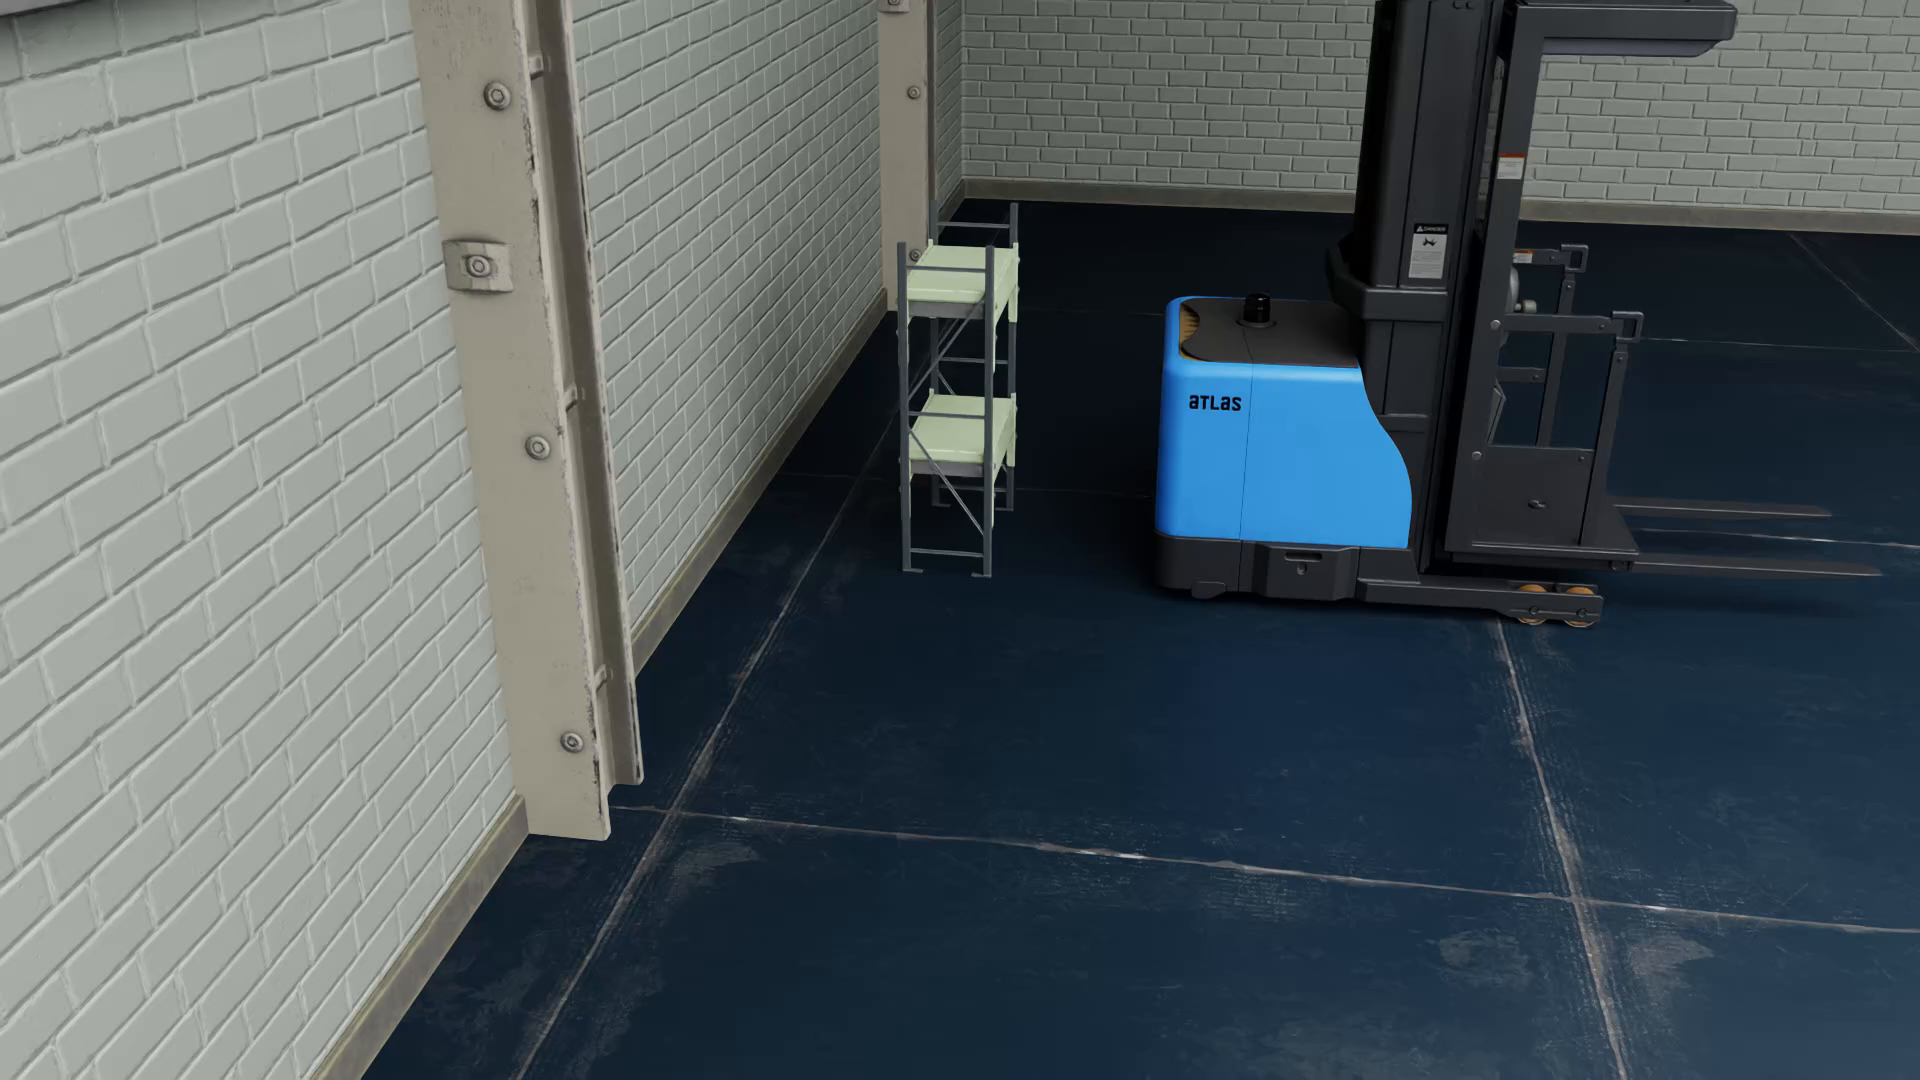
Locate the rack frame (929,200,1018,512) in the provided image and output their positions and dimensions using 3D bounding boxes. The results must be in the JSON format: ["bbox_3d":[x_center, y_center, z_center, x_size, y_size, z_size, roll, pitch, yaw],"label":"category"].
[{"bbox_3d":[0.061,-0.835,7.765,0.400,1.500,0.023,4,25,9],"label":"rack frame"}]

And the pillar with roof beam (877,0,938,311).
[{"bbox_3d":[3.917,-5.369,8.606,9.100,9.000,0.400,4,25,9],"label":"pillar with roof beam"}]

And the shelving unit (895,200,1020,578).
[{"bbox_3d":[0.001,-0.682,7.438,0.431,1.500,0.755,4,25,9],"label":"shelving unit"}]

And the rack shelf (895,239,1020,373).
[{"bbox_3d":[0.001,-1.036,7.273,0.431,0.370,0.720,4,25,9],"label":"rack shelf"}]

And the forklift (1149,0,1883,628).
[{"bbox_3d":[2.378,-1.201,6.858,3.031,2.935,1.130,3,25,6],"label":"forklift"}]

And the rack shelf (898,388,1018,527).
[{"bbox_3d":[0.001,-0.387,7.576,0.431,0.370,0.720,4,25,9],"label":"rack shelf"}]

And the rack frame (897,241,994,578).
[{"bbox_3d":[-0.059,-0.529,7.111,0.400,1.500,0.023,4,25,9],"label":"rack frame"}]

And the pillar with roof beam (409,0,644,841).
[{"bbox_3d":[2.936,-2.860,3.245,9.100,9.000,0.400,4,25,9],"label":"pillar with roof beam"}]
